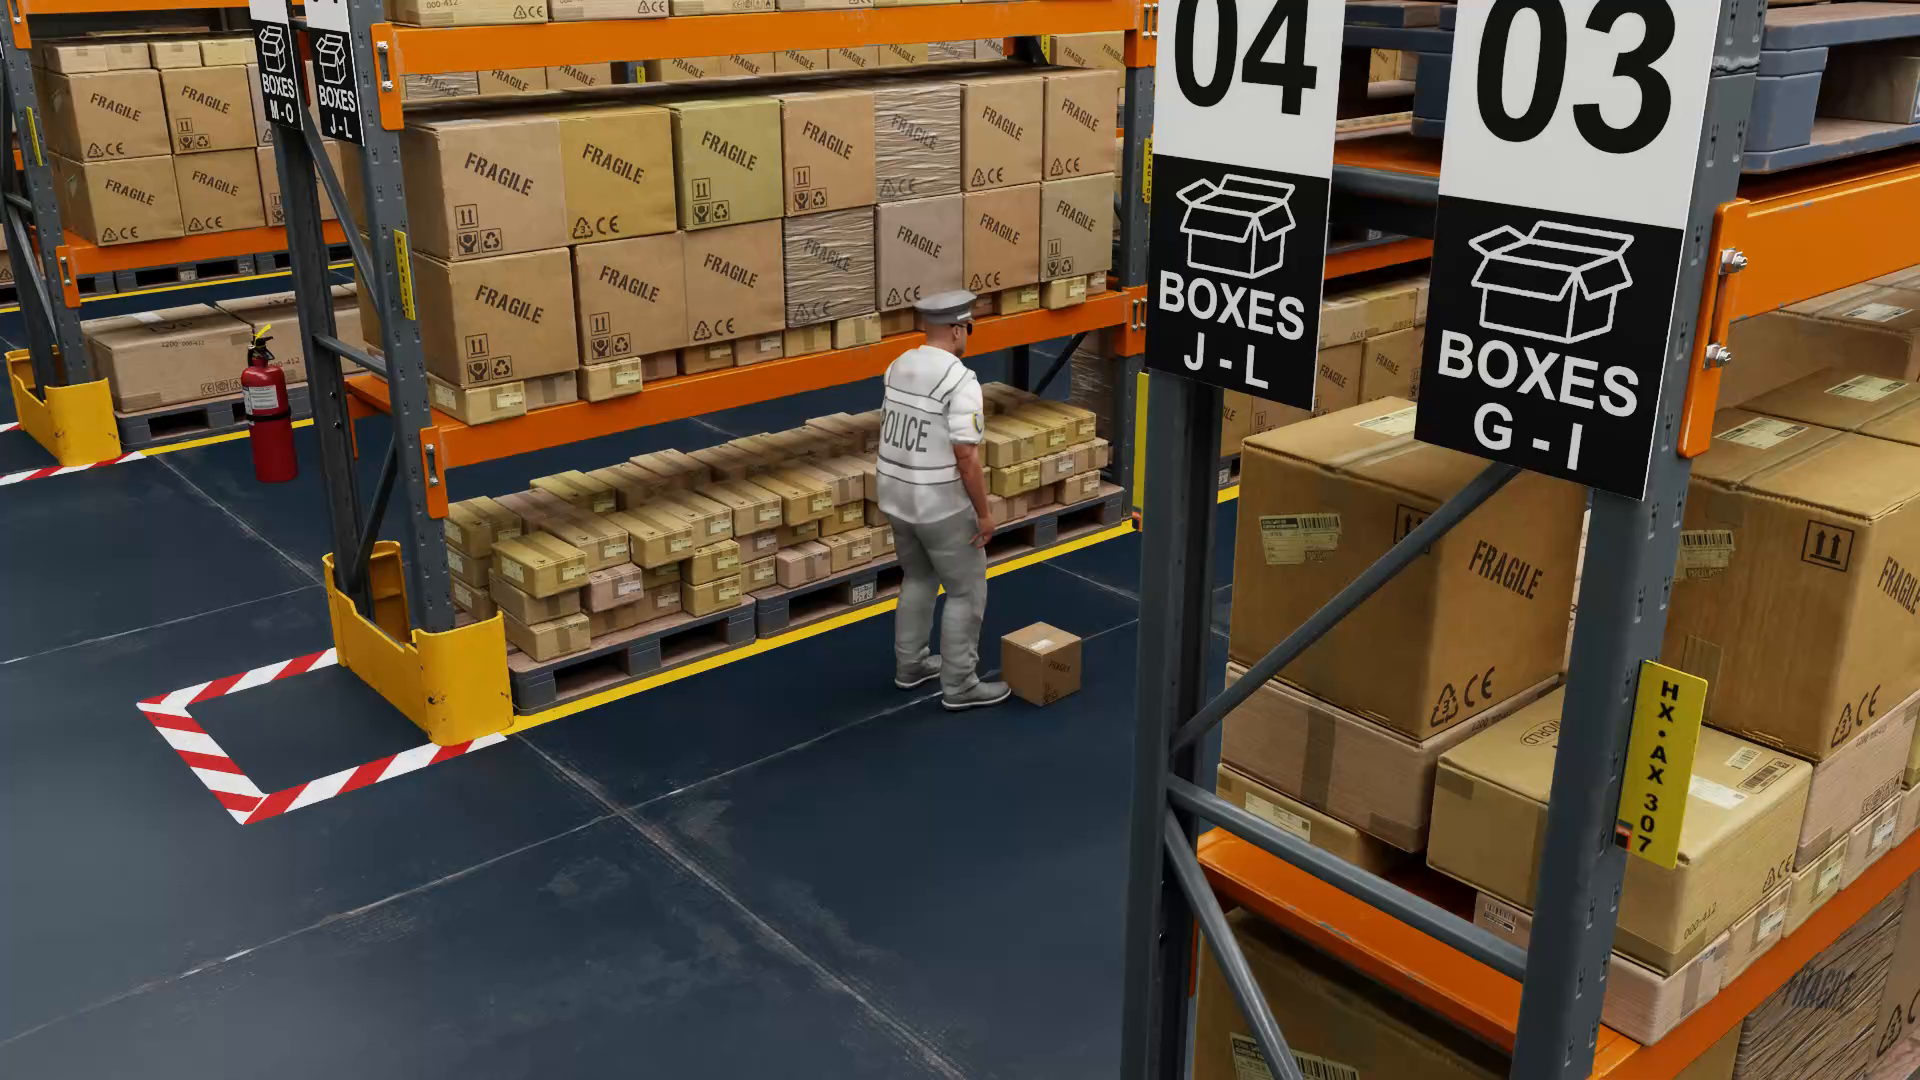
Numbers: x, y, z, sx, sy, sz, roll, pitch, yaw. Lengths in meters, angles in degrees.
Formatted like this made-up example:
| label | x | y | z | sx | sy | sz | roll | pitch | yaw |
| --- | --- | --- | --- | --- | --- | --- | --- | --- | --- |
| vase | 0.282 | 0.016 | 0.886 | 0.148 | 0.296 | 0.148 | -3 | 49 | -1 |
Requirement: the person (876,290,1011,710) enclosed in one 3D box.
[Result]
| label | x | y | z | sx | sy | sz | roll | pitch | yaw |
| --- | --- | --- | --- | --- | --- | --- | --- | --- | --- |
| person | -0.107 | -0.158 | 6.985 | 0.435 | 1.748 | 0.587 | -18 | 27 | -39 |
